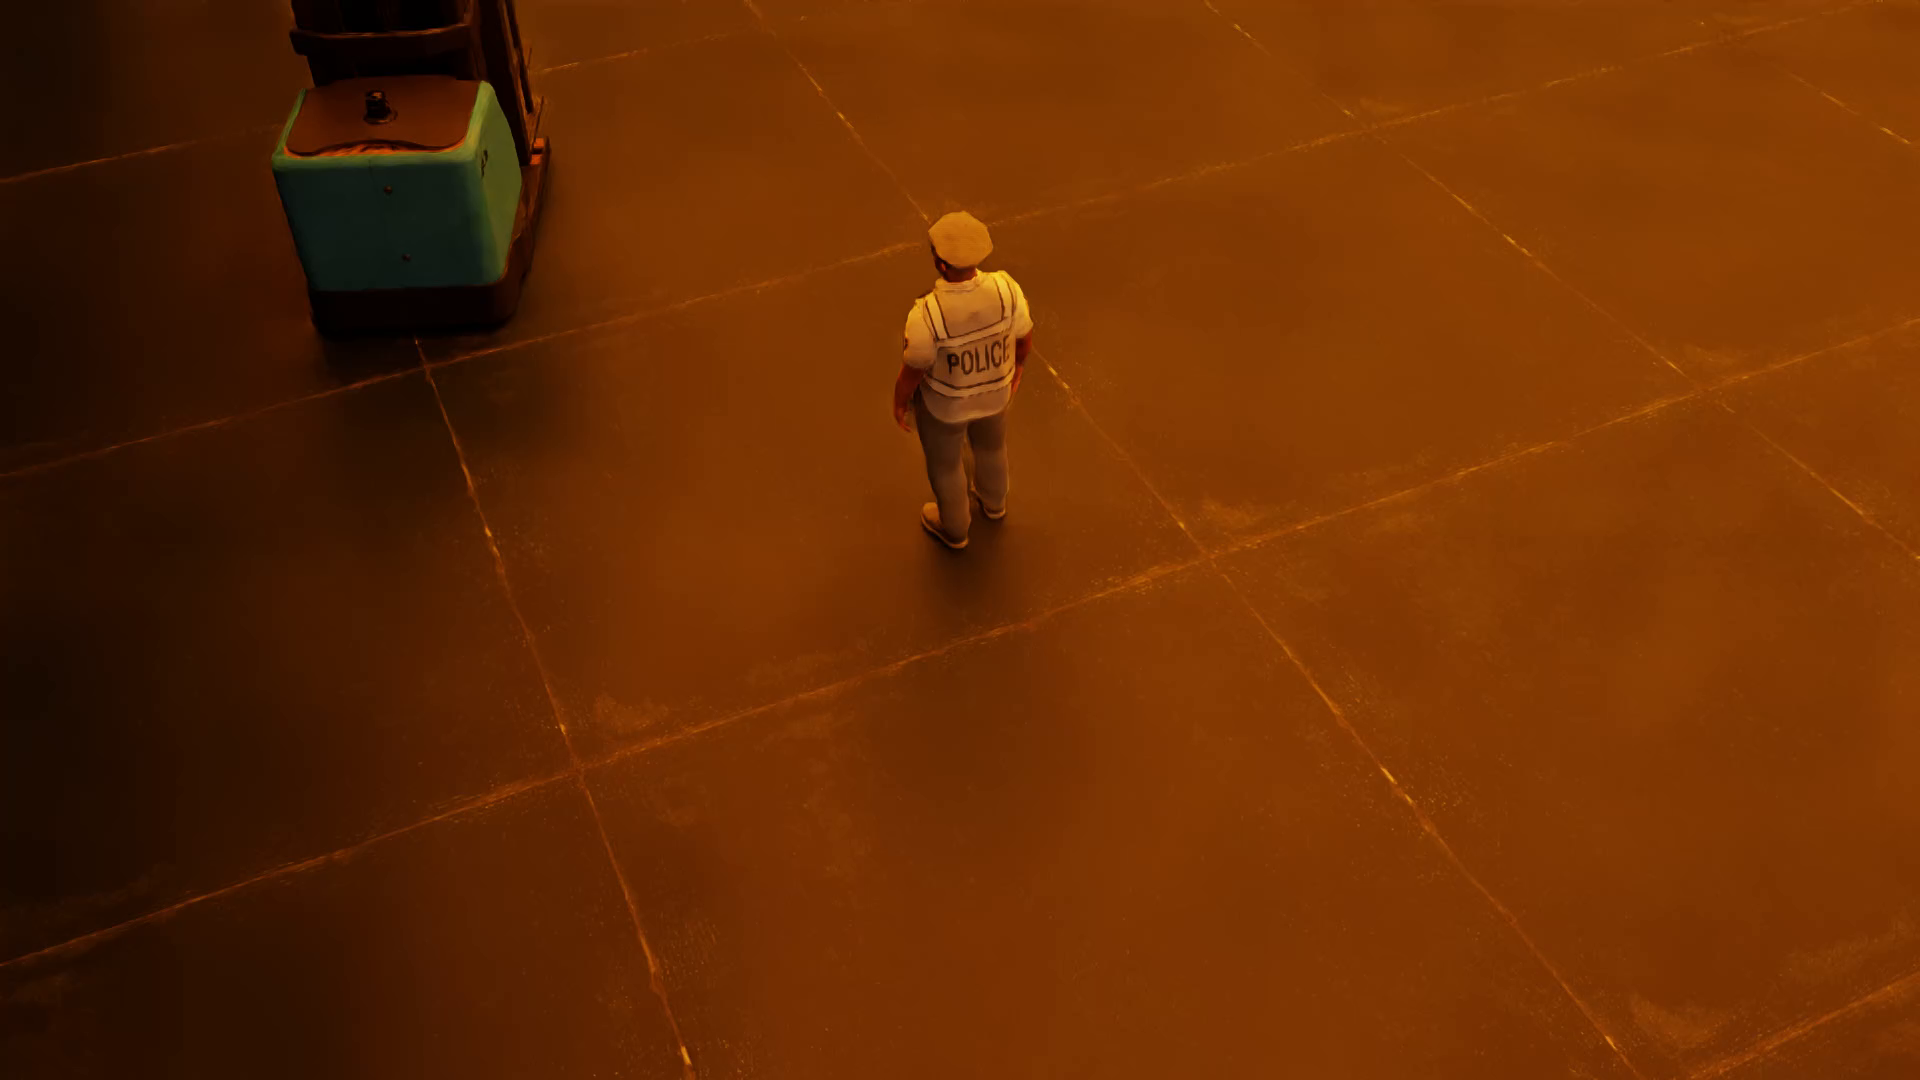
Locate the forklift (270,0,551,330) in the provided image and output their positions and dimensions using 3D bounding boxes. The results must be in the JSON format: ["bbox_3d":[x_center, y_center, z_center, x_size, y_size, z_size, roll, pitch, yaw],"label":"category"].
[{"bbox_3d":[-3.074,-3.201,9.110,1.130,2.935,3.031,-3,43,-4],"label":"forklift"}]

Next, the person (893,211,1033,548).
[{"bbox_3d":[-0.022,-0.709,7.270,0.640,1.781,0.574,-18,46,-18],"label":"person"}]
